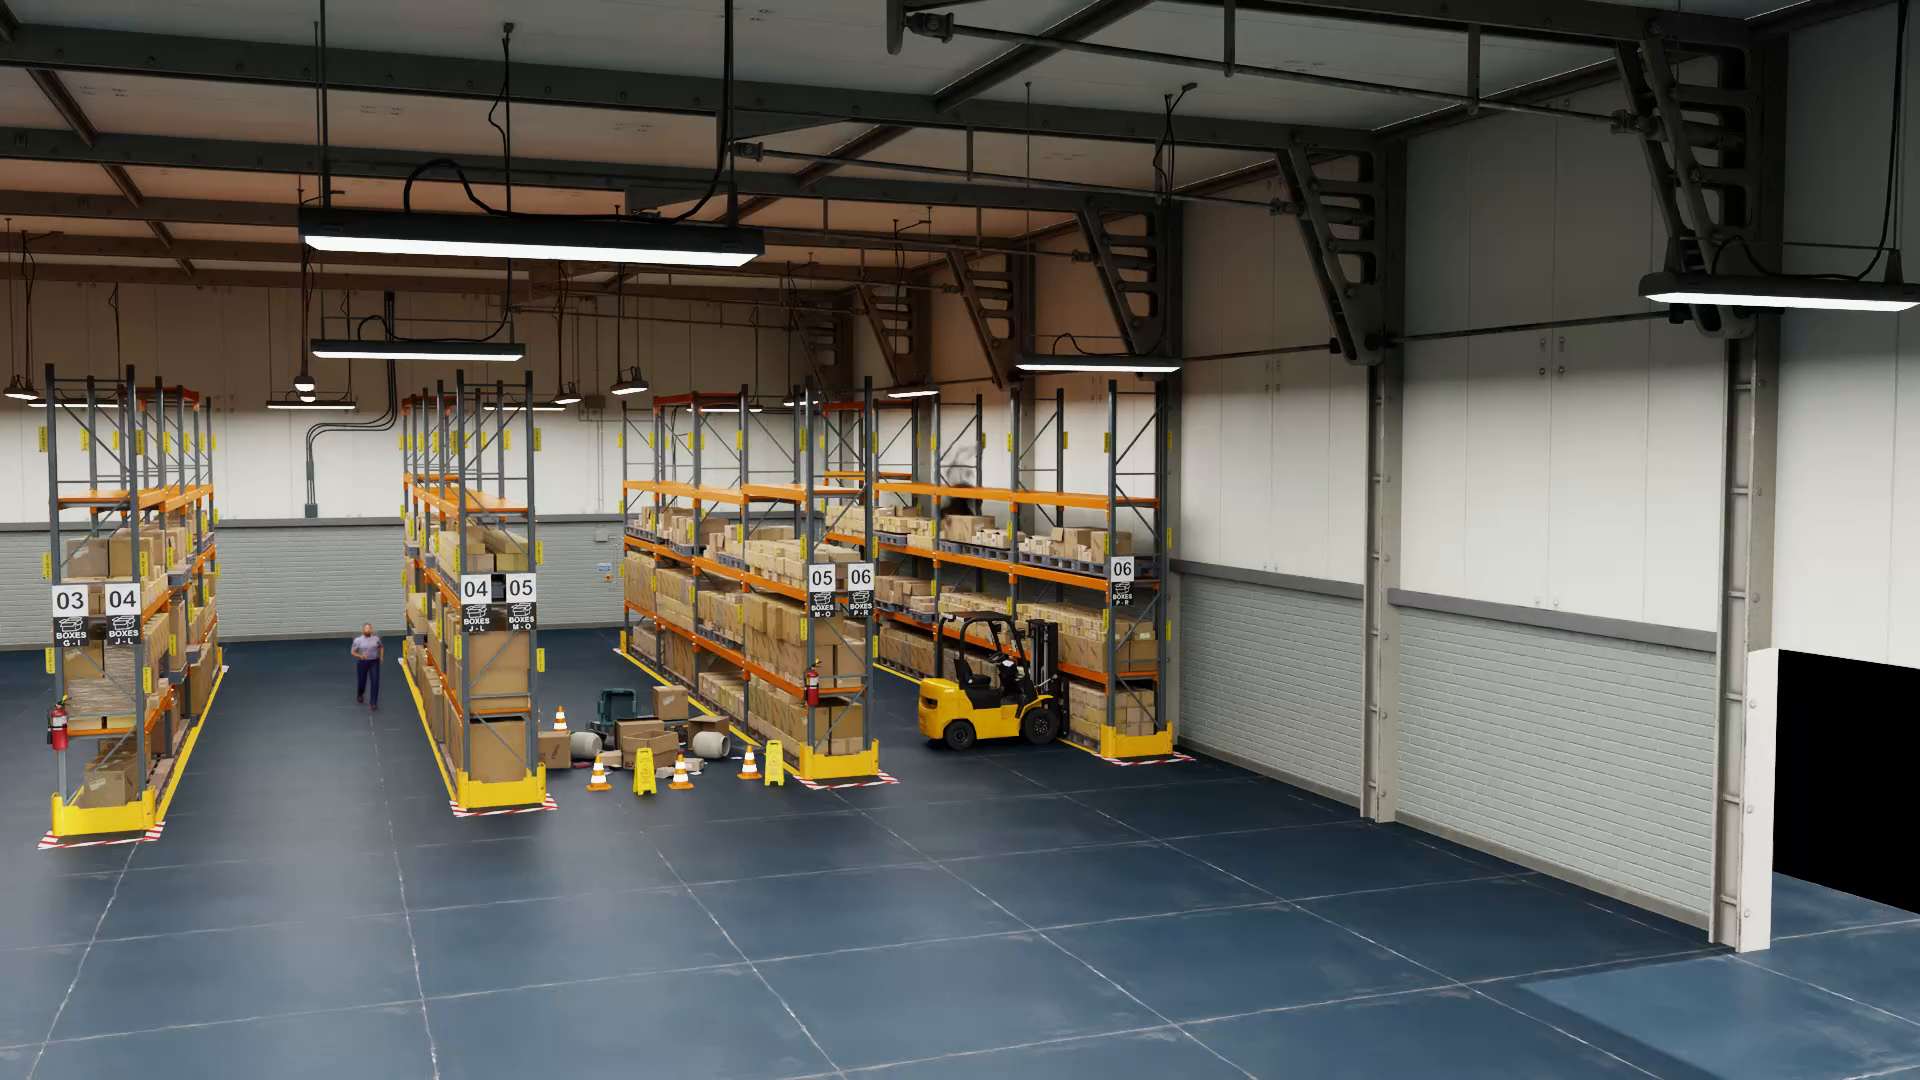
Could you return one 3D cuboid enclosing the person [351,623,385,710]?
[{"bbox_3d":[-11.143,2.366,31.334,0.620,1.608,0.777,-2,4,-28],"label":"person"}]
